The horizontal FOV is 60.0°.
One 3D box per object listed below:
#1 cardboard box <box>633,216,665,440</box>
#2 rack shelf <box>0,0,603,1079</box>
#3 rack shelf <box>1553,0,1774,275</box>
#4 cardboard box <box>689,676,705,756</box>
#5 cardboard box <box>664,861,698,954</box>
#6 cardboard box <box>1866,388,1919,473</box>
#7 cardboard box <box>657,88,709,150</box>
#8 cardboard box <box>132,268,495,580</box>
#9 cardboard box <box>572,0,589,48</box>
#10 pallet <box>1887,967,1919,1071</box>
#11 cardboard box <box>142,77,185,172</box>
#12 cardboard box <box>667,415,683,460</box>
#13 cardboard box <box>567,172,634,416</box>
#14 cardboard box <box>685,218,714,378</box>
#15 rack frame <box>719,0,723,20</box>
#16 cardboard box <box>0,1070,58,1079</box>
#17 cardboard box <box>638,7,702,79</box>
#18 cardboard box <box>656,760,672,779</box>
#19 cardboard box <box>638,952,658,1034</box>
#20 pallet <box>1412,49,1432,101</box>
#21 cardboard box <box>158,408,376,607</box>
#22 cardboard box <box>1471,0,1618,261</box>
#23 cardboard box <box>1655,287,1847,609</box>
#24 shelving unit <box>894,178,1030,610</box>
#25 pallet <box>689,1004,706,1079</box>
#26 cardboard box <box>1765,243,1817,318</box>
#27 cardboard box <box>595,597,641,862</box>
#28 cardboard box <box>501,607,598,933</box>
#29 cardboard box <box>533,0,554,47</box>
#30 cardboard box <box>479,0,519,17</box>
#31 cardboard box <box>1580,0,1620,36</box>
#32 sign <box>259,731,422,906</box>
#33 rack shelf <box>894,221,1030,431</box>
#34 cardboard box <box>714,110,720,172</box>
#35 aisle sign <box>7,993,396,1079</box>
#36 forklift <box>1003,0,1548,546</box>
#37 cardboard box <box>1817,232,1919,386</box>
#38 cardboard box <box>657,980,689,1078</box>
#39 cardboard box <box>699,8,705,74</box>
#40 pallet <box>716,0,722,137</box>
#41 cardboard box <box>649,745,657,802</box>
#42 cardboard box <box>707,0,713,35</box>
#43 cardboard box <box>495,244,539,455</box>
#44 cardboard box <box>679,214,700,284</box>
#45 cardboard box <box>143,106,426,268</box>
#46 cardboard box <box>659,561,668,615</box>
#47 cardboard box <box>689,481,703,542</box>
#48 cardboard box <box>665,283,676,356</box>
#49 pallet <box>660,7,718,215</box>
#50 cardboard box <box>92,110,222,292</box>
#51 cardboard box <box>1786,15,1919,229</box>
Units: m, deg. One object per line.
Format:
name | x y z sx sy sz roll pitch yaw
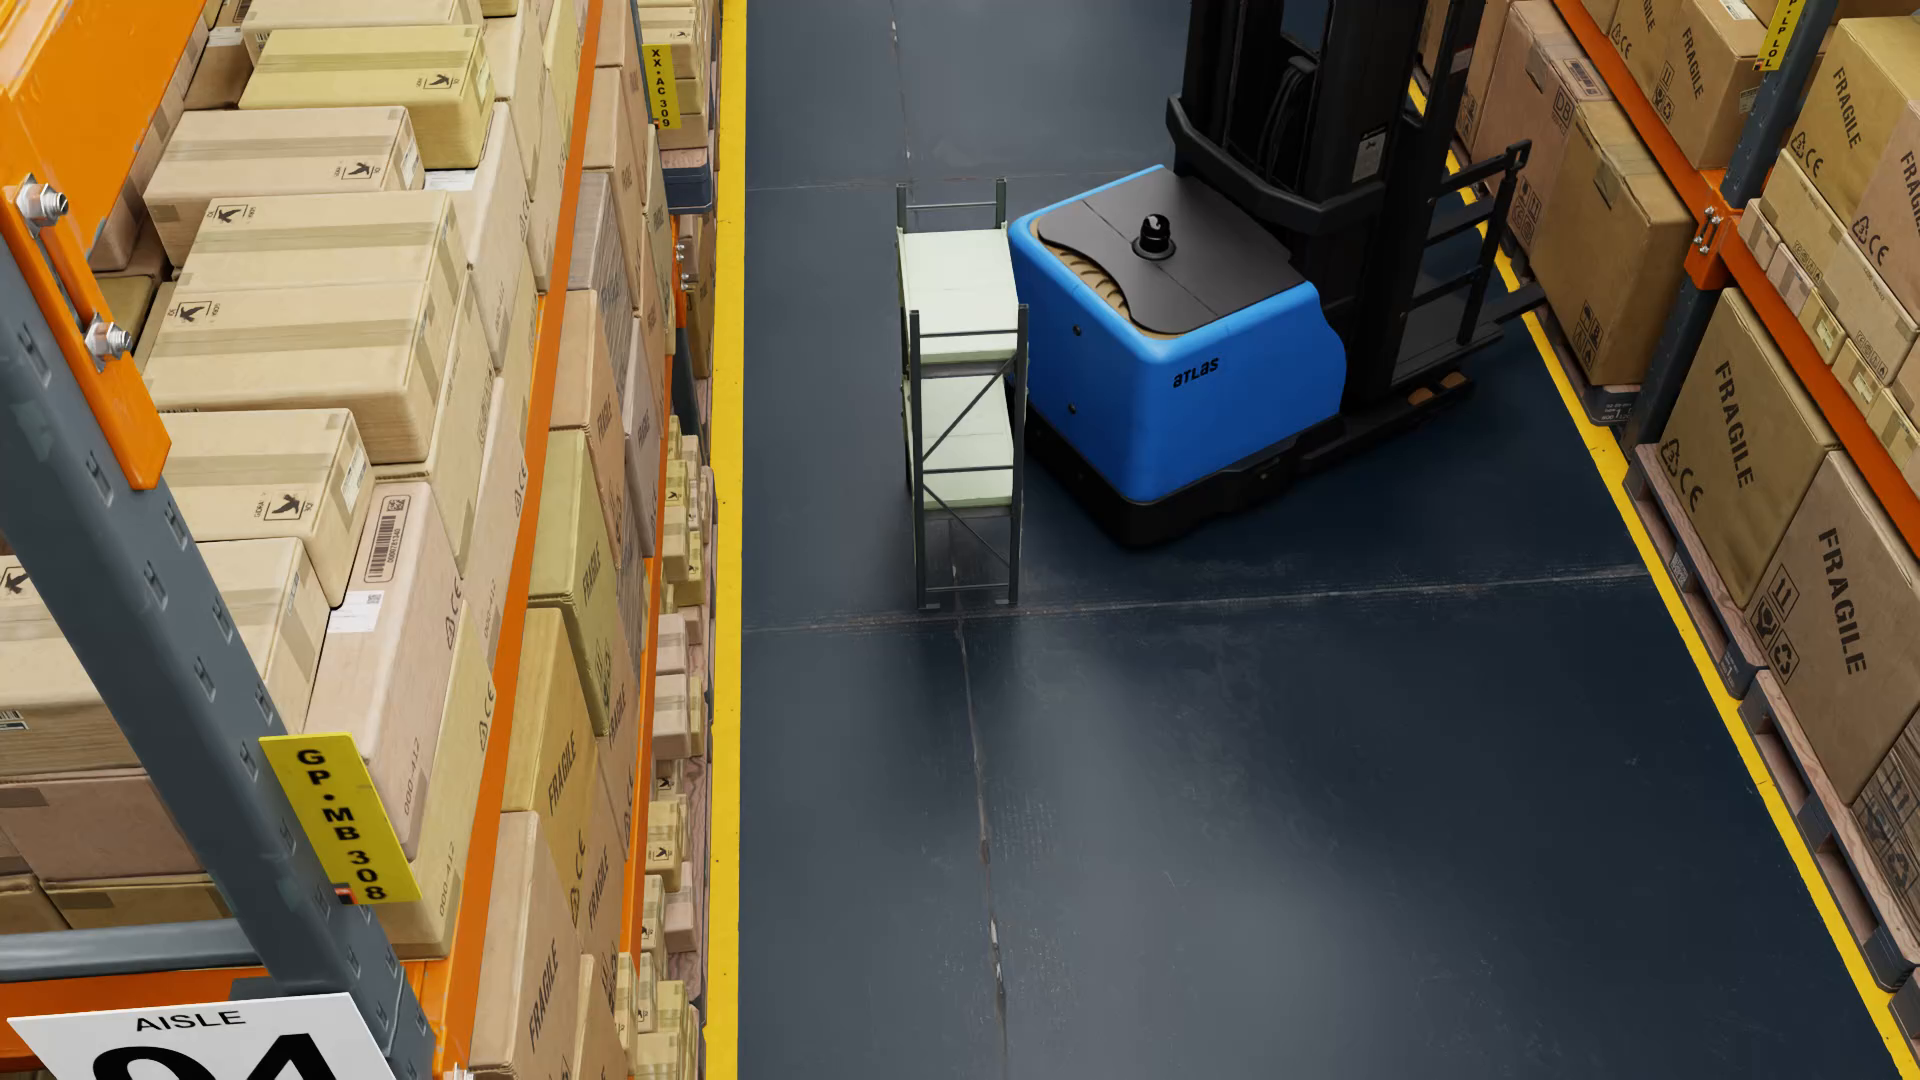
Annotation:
cardboard box | -1.199 -0.640 5.153 0.500 0.500 0.500 -5 47 -4
rack shelf | -1.396 -0.549 3.770 1.077 0.370 4.000 -3 47 -3
rack shelf | 3.220 -2.640 7.817 1.077 0.370 4.000 -3 47 -3
cardboard box | -1.104 0.635 5.893 0.380 0.149 0.250 -4 47 -3
cardboard box | -1.047 1.200 5.359 0.380 0.149 0.250 -6 47 -5
cardboard box | 3.171 -0.364 5.339 0.380 0.149 0.250 -4 47 -4
cardboard box | -1.138 -1.583 6.204 0.380 0.149 0.250 -6 47 -5
cardboard box | -1.051 -0.181 2.685 0.500 0.250 0.500 -4 47 -4
cardboard box | -1.223 -1.492 4.271 0.500 0.250 0.500 -4 47 -3
pallet | 3.578 1.839 5.000 1.003 0.211 1.213 -3 47 -3
cardboard box | -1.625 -0.758 2.957 0.380 0.149 0.250 -3 47 -2
cardboard box | -1.274 -0.339 6.406 0.380 0.149 0.250 -2 47 -2
cardboard box | -1.177 -0.624 4.449 0.500 0.500 0.500 -2 47 -2
cardboard box | -1.361 -1.048 7.245 0.500 0.500 0.500 -2 47 -2
rack frame | -1.898 -4.106 8.710 1.000 3.000 0.127 -3 47 -3
cardboard box | -1.514 0.885 3.020 0.500 0.500 0.500 -4 47 -4
cardboard box | -1.138 -1.788 5.988 0.380 0.149 0.250 -1 47 -1
cardboard box | -1.179 0.683 5.643 0.380 0.149 0.250 -5 47 -5
cardboard box | -1.073 1.357 4.800 0.380 0.149 0.250 -6 47 -5
pallet | 3.044 -2.801 9.394 1.003 0.211 1.213 -3 47 -3
cardboard box | -1.032 -0.041 2.278 0.380 0.149 0.250 -2 47 -2
cardboard box | 3.239 -1.963 7.854 1.225 0.875 0.875 -5 47 -5
cardboard box | 3.363 -0.372 6.347 0.875 0.875 0.875 -3 47 -3
shelving unit | -0.001 -0.521 6.347 0.431 1.500 0.755 -3 47 -3
pallet | -1.267 1.996 4.851 1.003 0.211 1.213 -3 47 -3
cardboard box | 3.103 -0.930 5.874 0.380 0.149 0.250 -5 47 -5
cardboard box | -1.089 0.463 4.109 0.500 0.500 0.500 -3 47 -3
cardboard box | -1.050 0.496 3.389 0.500 0.500 0.500 -2 47 -2
cardboard box | -1.191 -1.292 3.737 0.500 0.250 0.500 -2 47 -2
cardboard box | -1.089 -1.175 3.352 0.380 0.149 0.250 -4 47 -4
cardboard box | 2.991 -2.533 7.151 0.500 0.500 0.500 -4 47 -4
sign | -0.688 0.317 1.853 0.100 0.325 0.005 -3 47 -3
rack shelf | -0.001 -0.789 6.063 0.431 0.370 0.720 -3 47 -3
cardboard box | -1.482 -2.173 8.311 0.500 0.500 0.500 -5 47 -5
aisle sign | -0.923 0.822 2.251 0.394 0.787 0.004 -3 47 -3
forklift | 1.692 -1.816 6.588 3.031 2.935 1.130 -25 51 -22
cardboard box | 3.203 -0.775 5.453 0.500 0.250 0.500 -4 47 -3
cardboard box | -1.005 1.455 4.912 0.380 0.149 0.250 -2 47 -2
cardboard box | -1.161 -1.873 6.273 0.380 0.149 0.250 -4 47 -4
pallet | -1.834 -2.582 9.186 1.003 0.211 1.213 -3 47 -3
cardboard box | -1.180 0.786 5.340 0.380 0.149 0.250 -3 47 -3
cardboard box | -1.204 -2.146 6.737 0.380 0.149 0.250 -3 47 -3
cardboard box | -1.107 -0.392 3.229 0.500 0.250 0.500 -5 47 -5
cardboard box | -1.362 -1.306 6.973 0.500 0.250 0.500 -5 47 -5
cardboard box | -1.128 -0.598 2.805 0.380 0.149 0.250 -2 47 -2
cardboard box | -1.241 0.215 5.881 0.380 0.149 0.250 -2 47 -2
cardboard box | -1.185 -0.075 6.361 0.380 0.149 0.250 -6 47 -5
cardboard box | -1.176 -0.754 5.707 0.380 0.149 0.250 -5 47 -4
pallet | -1.482 -1.708 6.570 1.003 0.211 1.213 -3 47 -3
cardboard box | -1.605 -0.529 3.014 0.500 0.250 0.500 -3 47 -3
cardboard box | 3.173 -1.387 5.516 0.500 0.500 0.500 -3 47 -3
